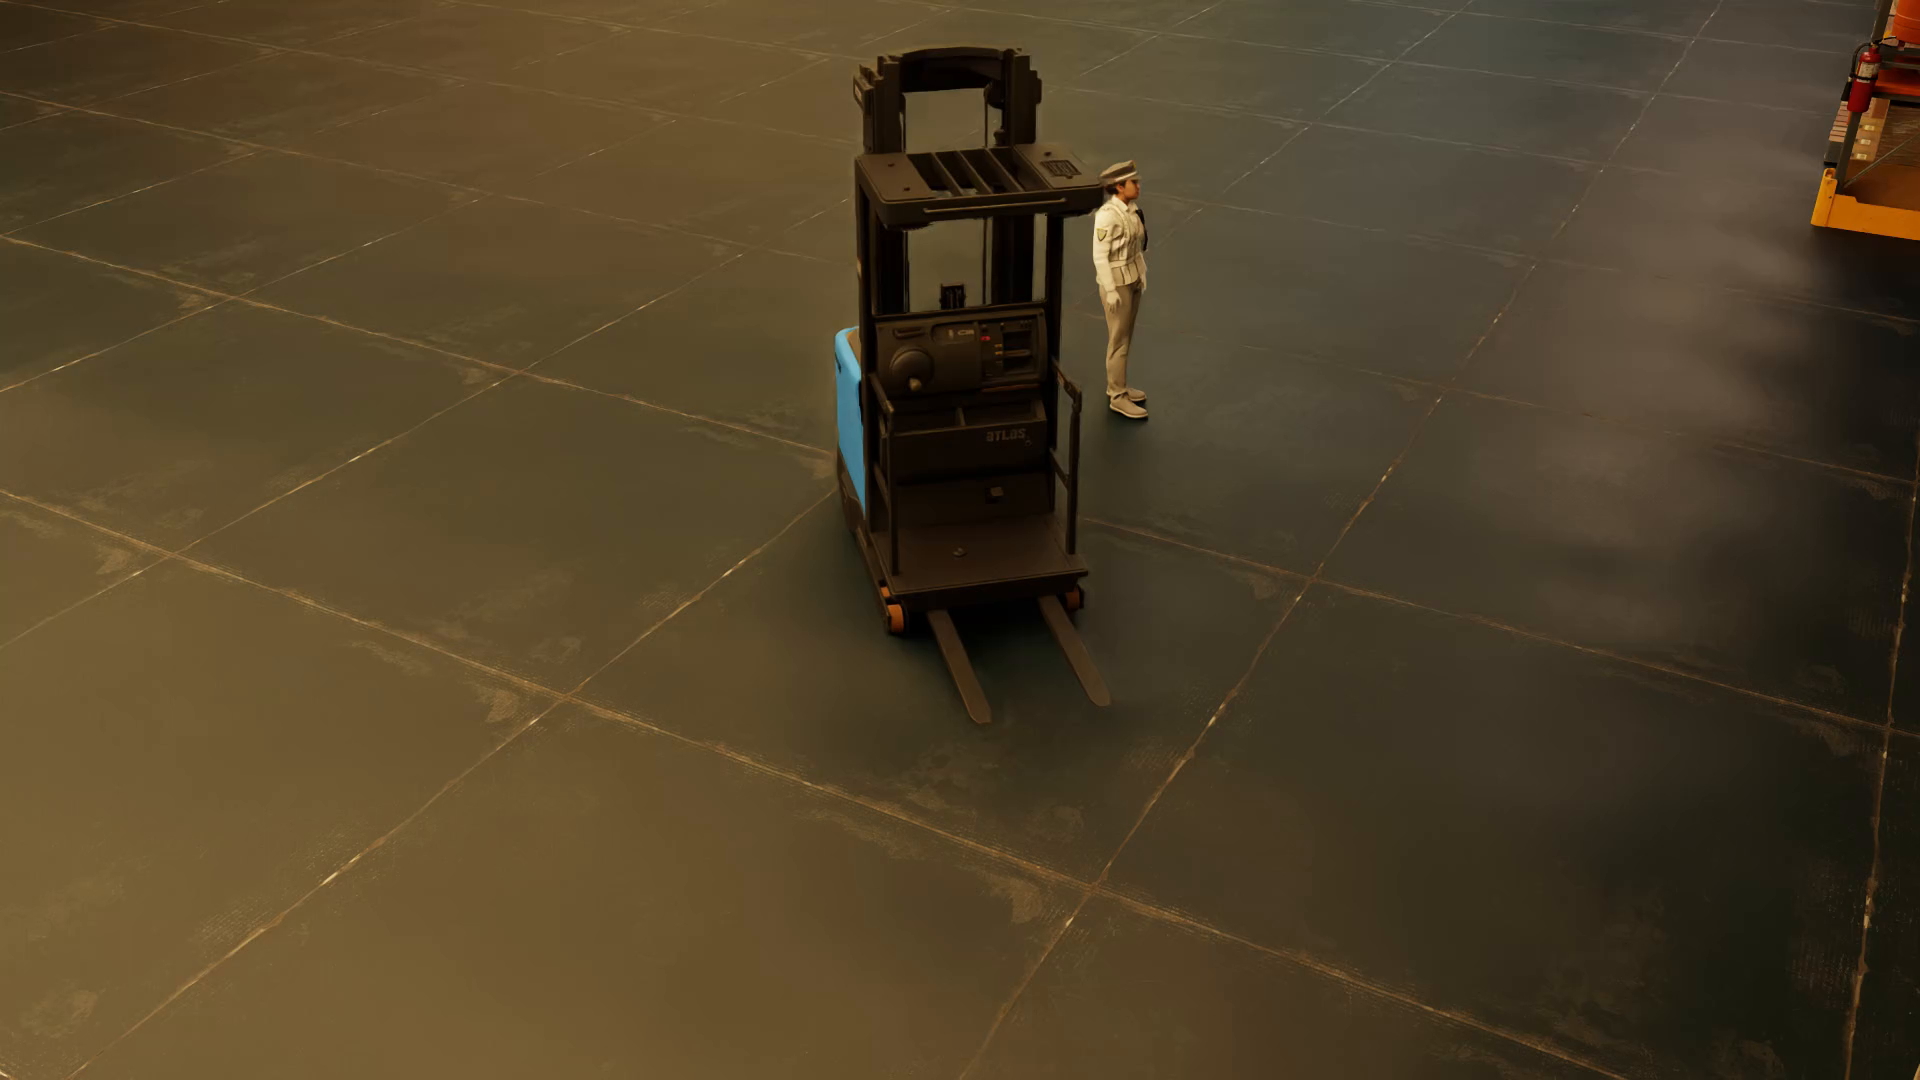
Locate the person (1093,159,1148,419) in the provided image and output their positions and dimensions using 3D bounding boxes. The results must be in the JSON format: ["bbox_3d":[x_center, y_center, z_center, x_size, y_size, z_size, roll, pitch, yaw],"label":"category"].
[{"bbox_3d":[1.162,-1.733,11.298,0.530,1.696,0.583,15,33,24],"label":"person"}]

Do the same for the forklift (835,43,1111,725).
[{"bbox_3d":[0.065,-0.963,8.740,1.130,2.935,3.031,-7,31,-12],"label":"forklift"}]
